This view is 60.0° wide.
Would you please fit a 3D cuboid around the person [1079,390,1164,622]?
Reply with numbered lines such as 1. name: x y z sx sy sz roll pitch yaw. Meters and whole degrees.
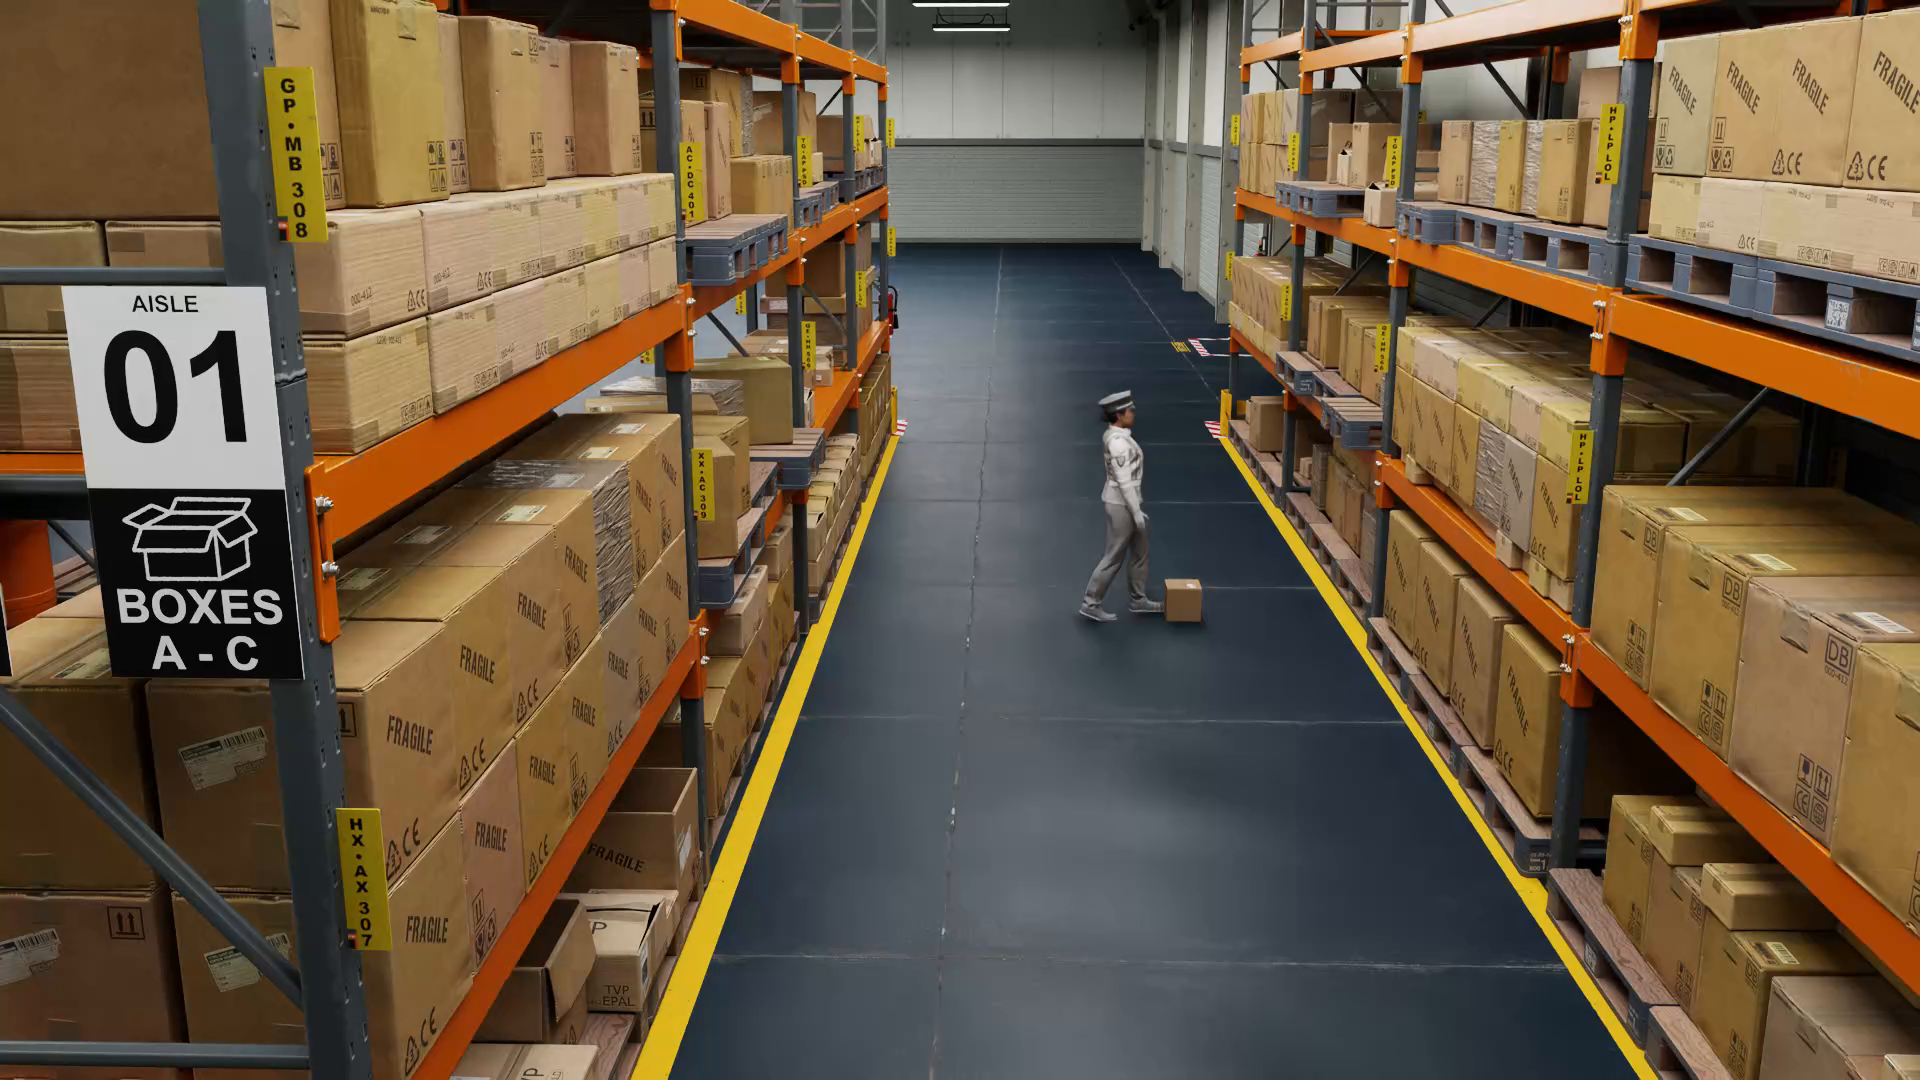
1. person: 1.199 -0.243 11.993 0.658 1.686 0.487 1 14 2
